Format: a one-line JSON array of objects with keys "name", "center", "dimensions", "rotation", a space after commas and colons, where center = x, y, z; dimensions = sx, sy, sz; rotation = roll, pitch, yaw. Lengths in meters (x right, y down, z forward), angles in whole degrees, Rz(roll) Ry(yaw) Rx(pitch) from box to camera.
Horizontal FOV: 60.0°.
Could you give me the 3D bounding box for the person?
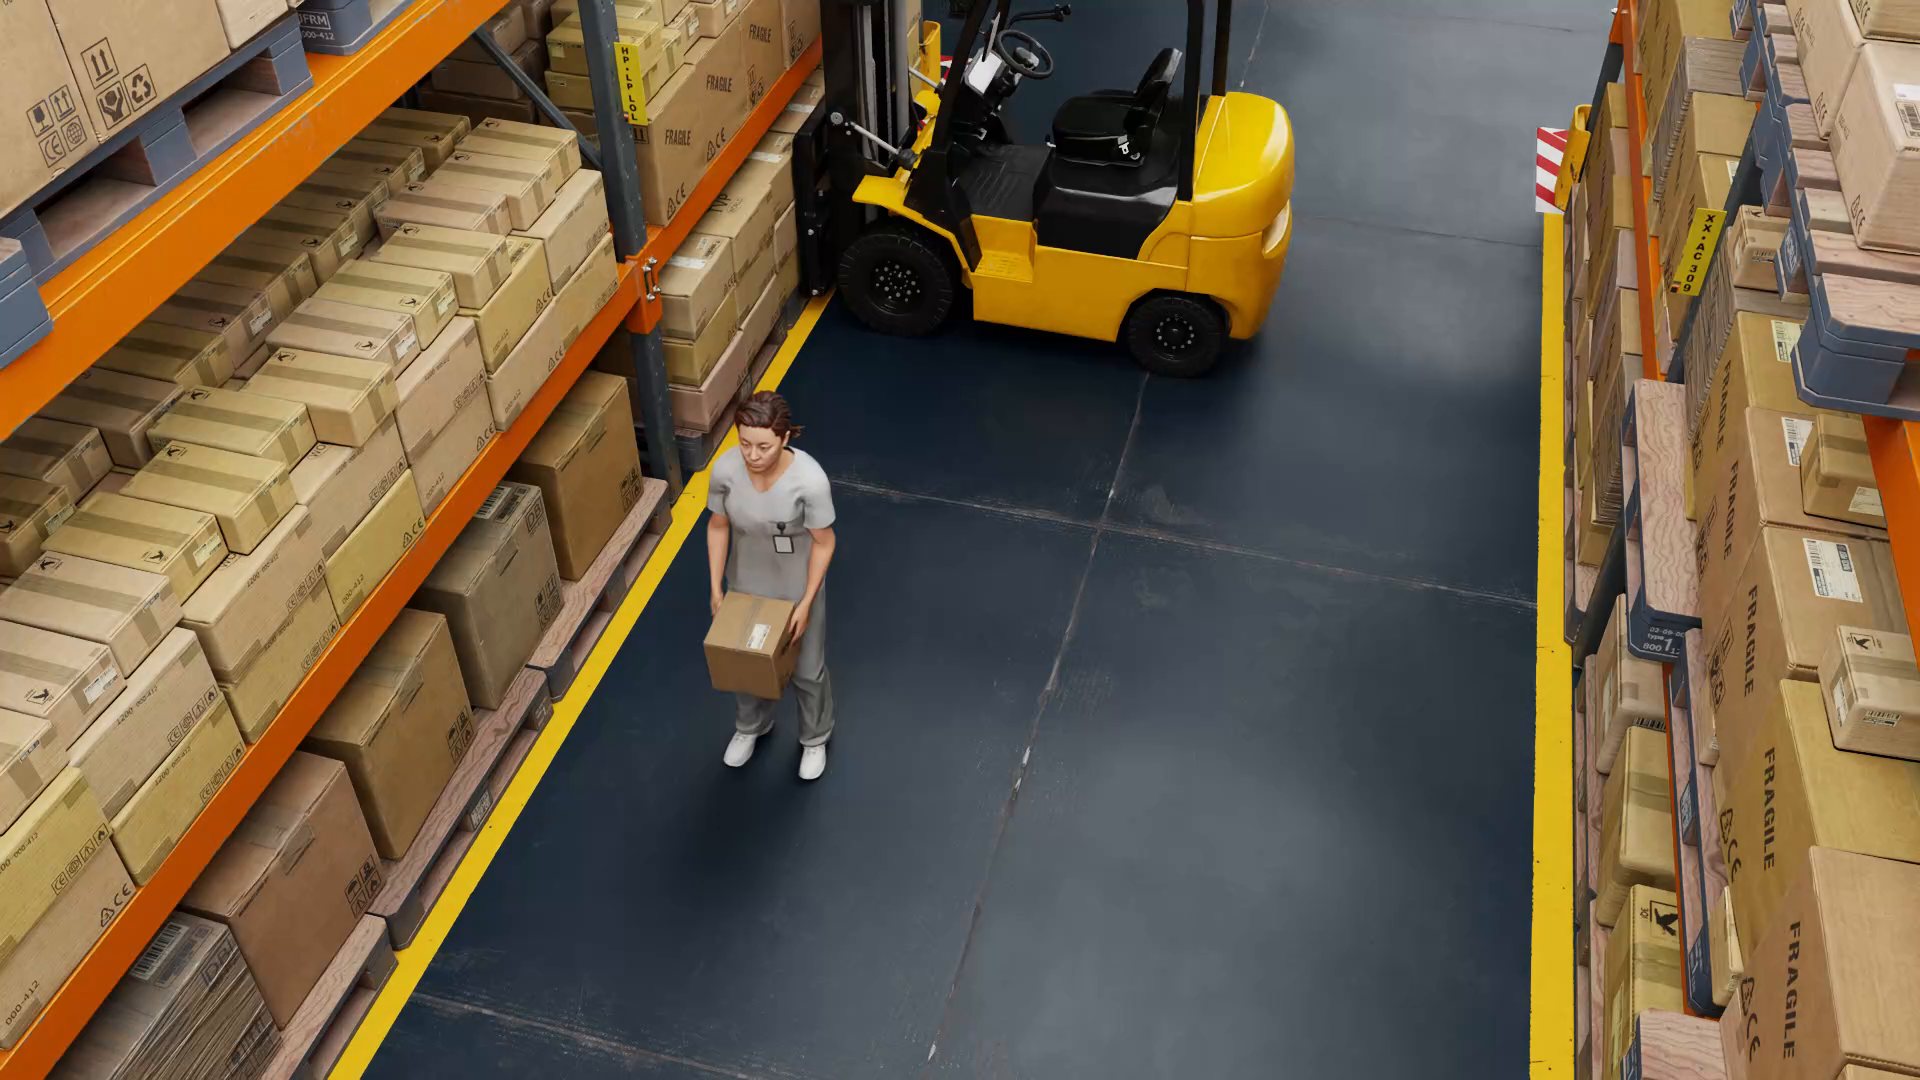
[{"name": "person", "center": [-0.666, 0.182, 5.948], "dimensions": [0.466, 1.676, 0.412], "rotation": [9, 42, 11]}]
